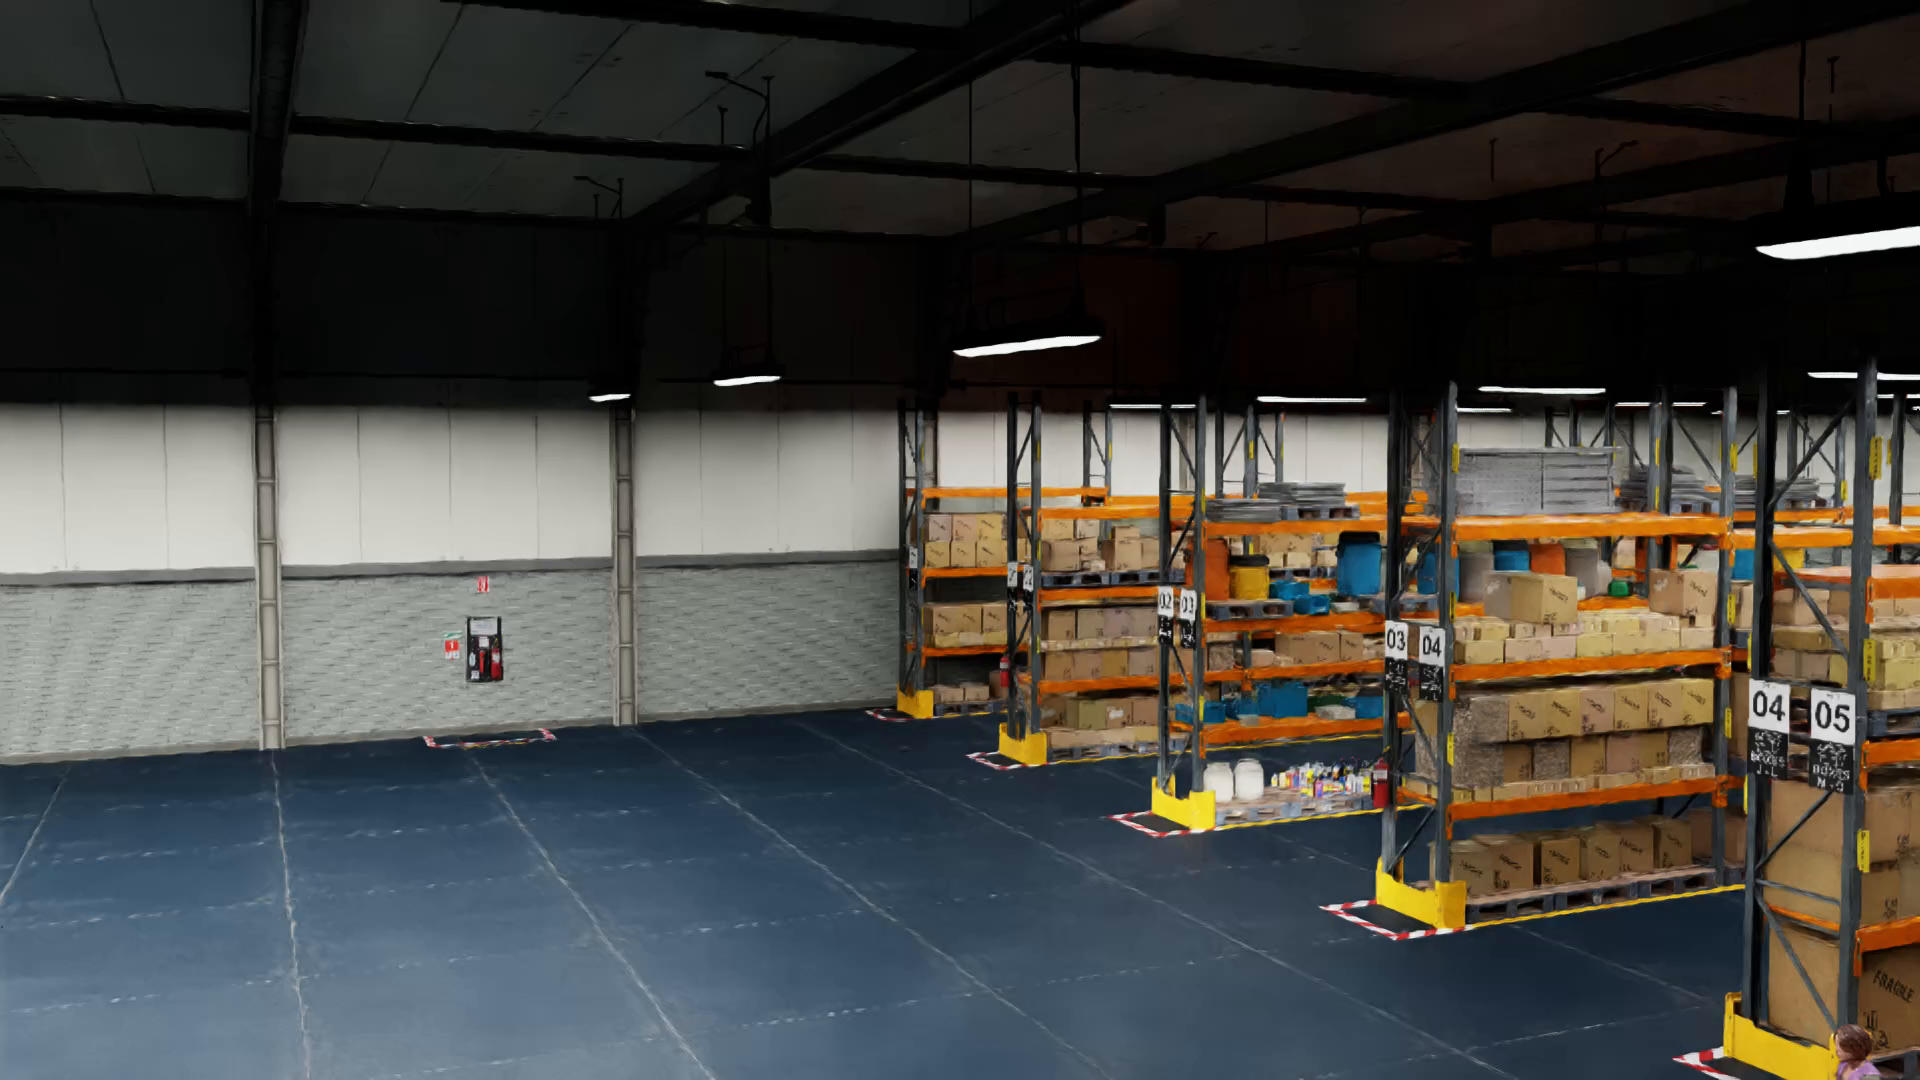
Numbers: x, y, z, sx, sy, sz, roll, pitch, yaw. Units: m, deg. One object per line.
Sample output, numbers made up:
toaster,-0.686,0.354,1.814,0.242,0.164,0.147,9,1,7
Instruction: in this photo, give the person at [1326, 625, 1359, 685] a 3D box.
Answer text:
person,7.404,2.435,32.258,1.110,1.644,0.547,-1,4,-21

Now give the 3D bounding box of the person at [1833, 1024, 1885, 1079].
person,5.685,3.788,10.364,0.875,1.518,0.459,0,3,-1
